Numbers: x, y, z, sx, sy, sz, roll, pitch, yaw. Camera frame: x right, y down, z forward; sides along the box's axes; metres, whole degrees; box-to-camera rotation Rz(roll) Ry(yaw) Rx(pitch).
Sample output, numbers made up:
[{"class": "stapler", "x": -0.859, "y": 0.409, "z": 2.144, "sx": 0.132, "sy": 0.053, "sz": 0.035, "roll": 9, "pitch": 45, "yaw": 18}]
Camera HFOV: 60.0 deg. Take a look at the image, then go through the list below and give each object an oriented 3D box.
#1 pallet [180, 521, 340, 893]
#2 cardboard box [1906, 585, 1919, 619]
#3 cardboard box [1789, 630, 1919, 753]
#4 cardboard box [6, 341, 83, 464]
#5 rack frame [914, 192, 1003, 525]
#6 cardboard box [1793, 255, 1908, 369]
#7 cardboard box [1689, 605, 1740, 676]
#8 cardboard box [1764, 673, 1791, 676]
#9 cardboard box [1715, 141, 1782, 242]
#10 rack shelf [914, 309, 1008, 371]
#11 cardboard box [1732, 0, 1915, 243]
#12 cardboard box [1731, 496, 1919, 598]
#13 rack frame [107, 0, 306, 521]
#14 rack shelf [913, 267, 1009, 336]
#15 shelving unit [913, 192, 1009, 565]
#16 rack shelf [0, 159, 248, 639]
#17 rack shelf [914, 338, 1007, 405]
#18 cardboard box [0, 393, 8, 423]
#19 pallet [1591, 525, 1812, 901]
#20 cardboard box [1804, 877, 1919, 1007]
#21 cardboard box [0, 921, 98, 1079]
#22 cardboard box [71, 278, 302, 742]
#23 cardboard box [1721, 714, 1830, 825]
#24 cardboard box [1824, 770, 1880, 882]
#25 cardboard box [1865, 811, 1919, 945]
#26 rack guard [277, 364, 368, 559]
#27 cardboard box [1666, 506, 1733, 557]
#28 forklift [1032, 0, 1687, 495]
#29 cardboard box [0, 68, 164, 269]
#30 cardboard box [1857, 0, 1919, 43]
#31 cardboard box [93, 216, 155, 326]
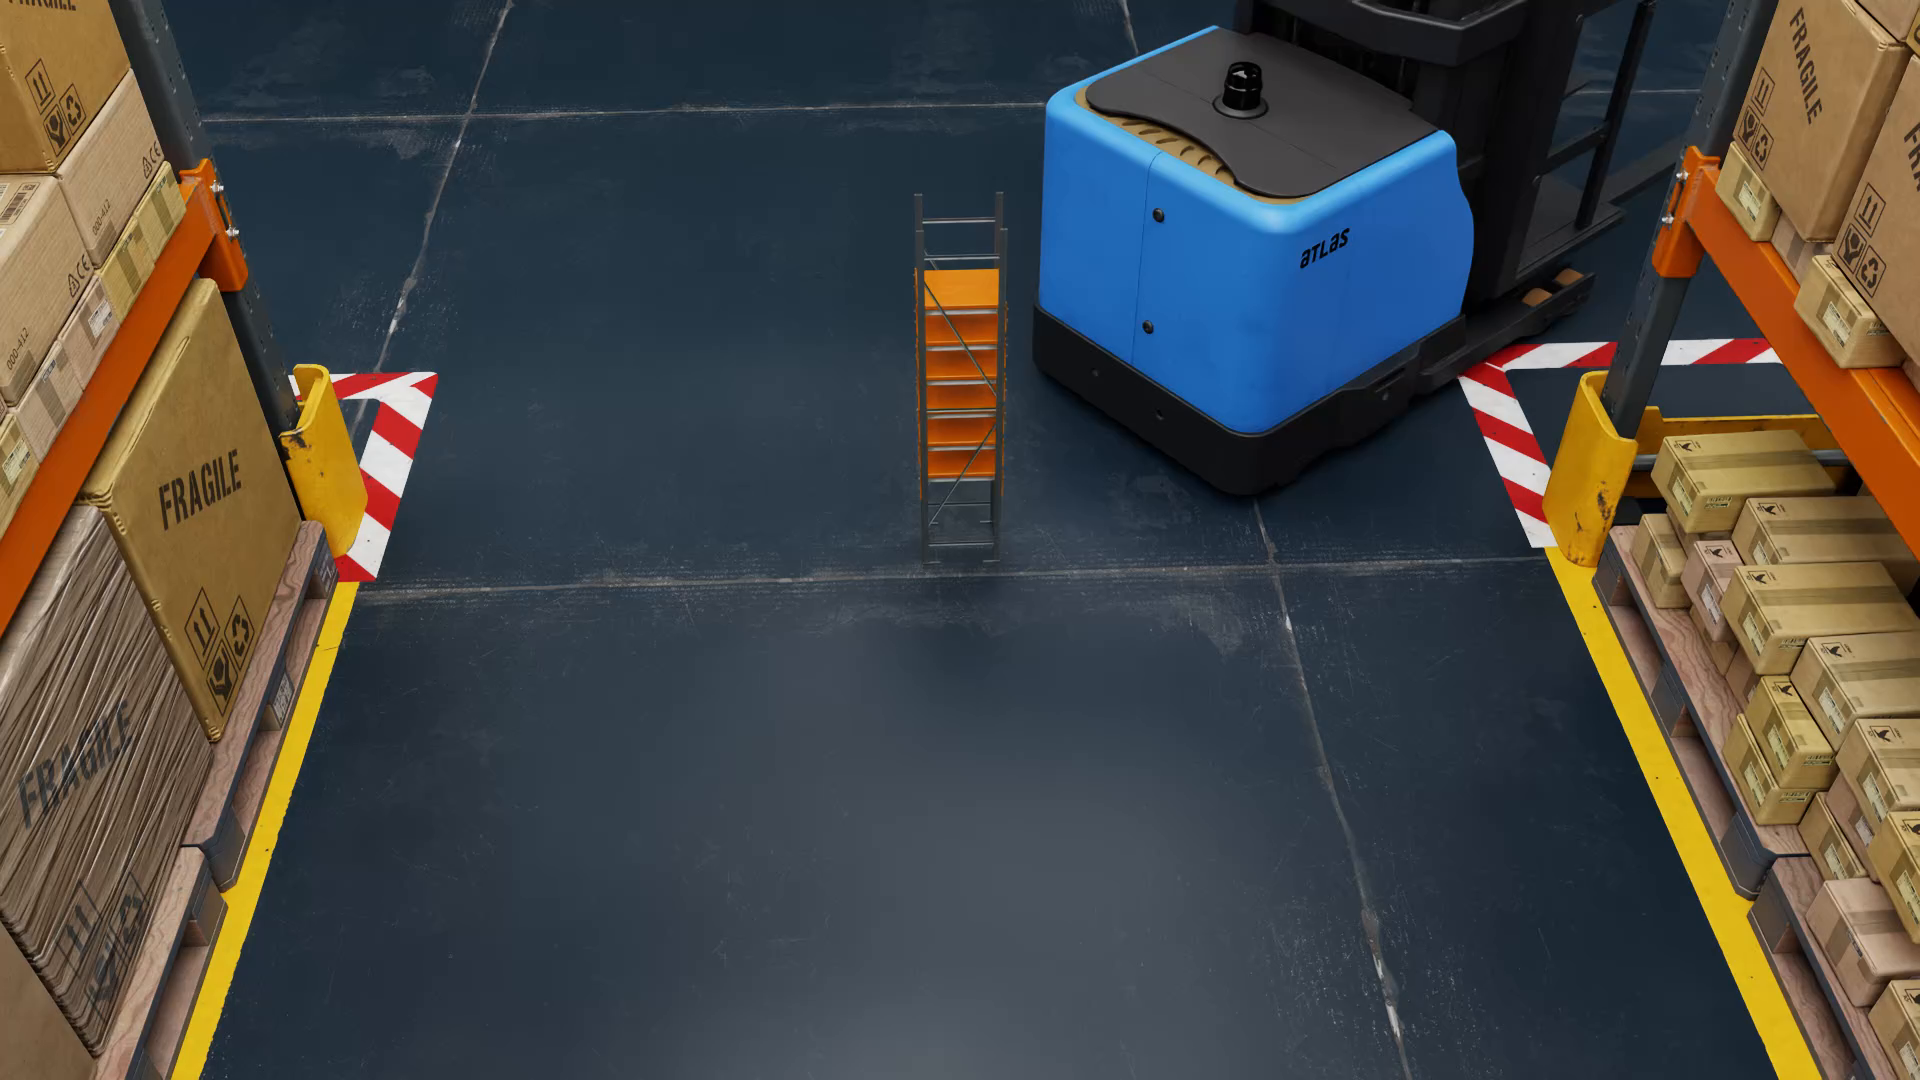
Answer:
[{"class": "pallet", "x": -2.386, "y": 0.437, "z": 4.617, "sx": 1.003, "sy": 0.211, "sz": 1.213, "roll": -2, "pitch": 43, "yaw": -2}, {"class": "cardboard box", "x": 2.727, "y": 0.110, "z": 4.489, "sx": 0.380, "sy": 0.149, "sz": 0.250, "roll": -3, "pitch": 43, "yaw": -3}, {"class": "cardboard box", "x": 2.253, "y": 0.359, "z": 3.997, "sx": 0.380, "sy": 0.149, "sz": 0.250, "roll": -4, "pitch": 43, "yaw": -4}, {"class": "cardboard box", "x": -2.122, "y": -0.291, "z": 3.533, "sx": 0.380, "sy": 0.149, "sz": 0.250, "roll": -1, "pitch": 43, "yaw": -1}, {"class": "rack frame", "x": -0.003, "y": -0.494, "z": 4.901, "sx": 0.240, "sy": 1.200, "sz": 0.006, "roll": -2, "pitch": 43, "yaw": -2}, {"class": "cardboard box", "x": 2.158, "y": -0.528, "z": 3.792, "sx": 0.380, "sy": 0.149, "sz": 0.250, "roll": -3, "pitch": 43, "yaw": -3}, {"class": "cardboard box", "x": 2.257, "y": 0.231, "z": 4.577, "sx": 0.380, "sy": 0.149, "sz": 0.250, "roll": -2, "pitch": 43, "yaw": -2}, {"class": "cardboard box", "x": 2.282, "y": 0.294, "z": 4.288, "sx": 0.380, "sy": 0.149, "sz": 0.250, "roll": -1, "pitch": 43, "yaw": -1}, {"class": "cardboard box", "x": 2.148, "y": -0.882, "z": 4.178, "sx": 0.380, "sy": 0.149, "sz": 0.250, "roll": -2, "pitch": 43, "yaw": -2}, {"class": "rack shelf", "x": 0.001, "y": -0.577, "z": 4.702, "sx": 0.258, "sy": 0.103, "sz": 0.180, "roll": -2, "pitch": 43, "yaw": -2}, {"class": "cardboard box", "x": 2.205, "y": -1.038, "z": 3.868, "sx": 0.500, "sy": 0.500, "sz": 0.500, "roll": 0, "pitch": 43, "yaw": 0}, {"class": "cardboard box", "x": 2.277, "y": 0.020, "z": 4.367, "sx": 0.380, "sy": 0.149, "sz": 0.250, "roll": -1, "pitch": 43, "yaw": -1}, {"class": "rack frame", "x": -2.498, "y": -1.128, "z": 4.261, "sx": 1.000, "sy": 3.000, "sz": 0.127, "roll": -2, "pitch": 43, "yaw": -2}, {"class": "rack shelf", "x": 0.001, "y": -0.665, "z": 4.621, "sx": 0.258, "sy": 0.103, "sz": 0.180, "roll": -2, "pitch": 43, "yaw": -2}, {"class": "shelving unit", "x": 0.001, "y": -0.433, "z": 4.834, "sx": 0.258, "sy": 1.200, "sz": 0.189, "roll": -2, "pitch": 43, "yaw": -2}, {"class": "rack shelf", "x": -2.413, "y": 0.487, "z": 3.031, "sx": 1.077, "sy": 0.370, "sz": 4.000, "roll": -2, "pitch": 43, "yaw": -2}, {"class": "rack shelf", "x": 0.001, "y": -0.488, "z": 4.783, "sx": 0.258, "sy": 0.103, "sz": 0.180, "roll": -2, "pitch": 43, "yaw": -2}, {"class": "cardboard box", "x": -2.169, "y": -0.177, "z": 3.114, "sx": 0.500, "sy": 0.250, "sz": 0.500, "roll": -3, "pitch": 43, "yaw": -3}, {"class": "pallet", "x": 2.464, "y": 0.426, "z": 4.629, "sx": 1.003, "sy": 0.211, "sz": 1.213, "roll": -2, "pitch": 43, "yaw": -2}, {"class": "cardboard box", "x": 2.206, "y": 0.914, "z": 3.832, "sx": 0.380, "sy": 0.149, "sz": 0.250, "roll": -4, "pitch": 43, "yaw": -4}, {"class": "cardboard box", "x": -2.314, "y": 1.145, "z": 3.043, "sx": 0.875, "sy": 0.875, "sz": 0.875, "roll": -2, "pitch": 43, "yaw": -2}, {"class": "cardboard box", "x": -2.391, "y": -0.070, "z": 4.368, "sx": 0.875, "sy": 0.875, "sz": 0.875, "roll": -2, "pitch": 43, "yaw": -2}, {"class": "cardboard box", "x": 2.176, "y": 0.574, "z": 4.203, "sx": 0.380, "sy": 0.149, "sz": 0.250, "roll": -1, "pitch": 43, "yaw": -1}, {"class": "cardboard box", "x": 2.290, "y": 0.647, "z": 3.903, "sx": 0.380, "sy": 0.149, "sz": 0.250, "roll": -4, "pitch": 43, "yaw": -4}, {"class": "cardboard box", "x": 2.220, "y": 0.726, "z": 3.597, "sx": 0.380, "sy": 0.149, "sz": 0.250, "roll": -1, "pitch": 43, "yaw": -1}, {"class": "rack guard", "x": -2.499, "y": -0.223, "z": 5.124, "sx": 1.175, "sy": 0.500, "sz": 0.348, "roll": -2, "pitch": 43, "yaw": -2}, {"class": "cardboard box", "x": 2.228, "y": -0.055, "z": 4.669, "sx": 0.380, "sy": 0.149, "sz": 0.250, "roll": 0, "pitch": 43, "yaw": 0}, {"class": "forklift", "x": 1.702, "y": -2.074, "z": 5.343, "sx": 3.031, "sy": 2.935, "sz": 1.130, "roll": -30, "pitch": 50, "yaw": -29}, {"class": "cardboard box", "x": -2.212, "y": -0.863, "z": 3.863, "sx": 0.500, "sy": 0.250, "sz": 0.500, "roll": -2, "pitch": 43, "yaw": -2}, {"class": "cardboard box", "x": 2.216, "y": -1.407, "z": 3.531, "sx": 0.500, "sy": 0.500, "sz": 0.500, "roll": -2, "pitch": 43, "yaw": -2}, {"class": "cardboard box", "x": -2.141, "y": -0.629, "z": 3.903, "sx": 0.380, "sy": 0.149, "sz": 0.250, "roll": -1, "pitch": 43, "yaw": -1}]
